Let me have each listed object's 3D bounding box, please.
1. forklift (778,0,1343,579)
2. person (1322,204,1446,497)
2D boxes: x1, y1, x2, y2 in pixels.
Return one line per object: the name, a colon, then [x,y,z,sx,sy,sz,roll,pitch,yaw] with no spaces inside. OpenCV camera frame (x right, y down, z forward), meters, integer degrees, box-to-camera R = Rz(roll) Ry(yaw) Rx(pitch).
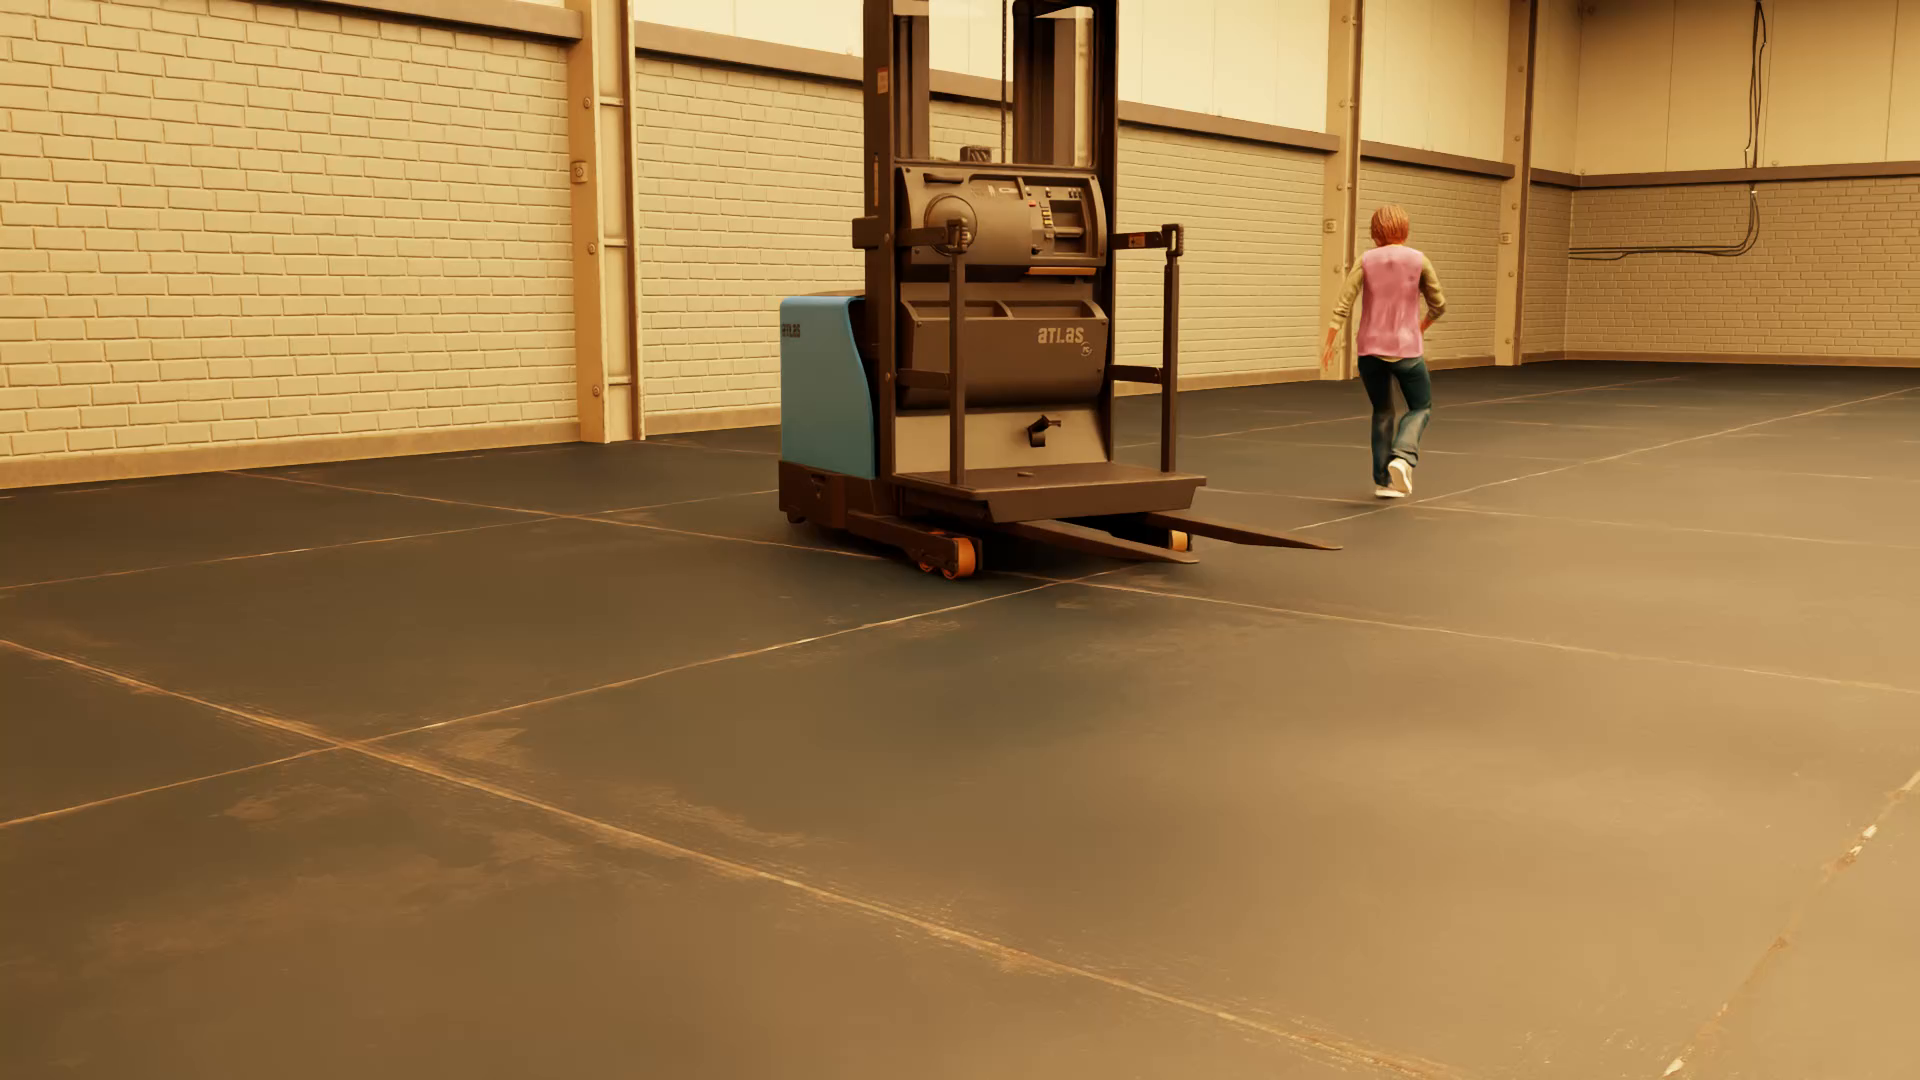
forklift: [0.294,-1.373,6.664,1.130,2.935,3.031,-5,9,-28]
person: [2.259,-0.988,8.829,0.595,1.555,0.533,5,10,31]
